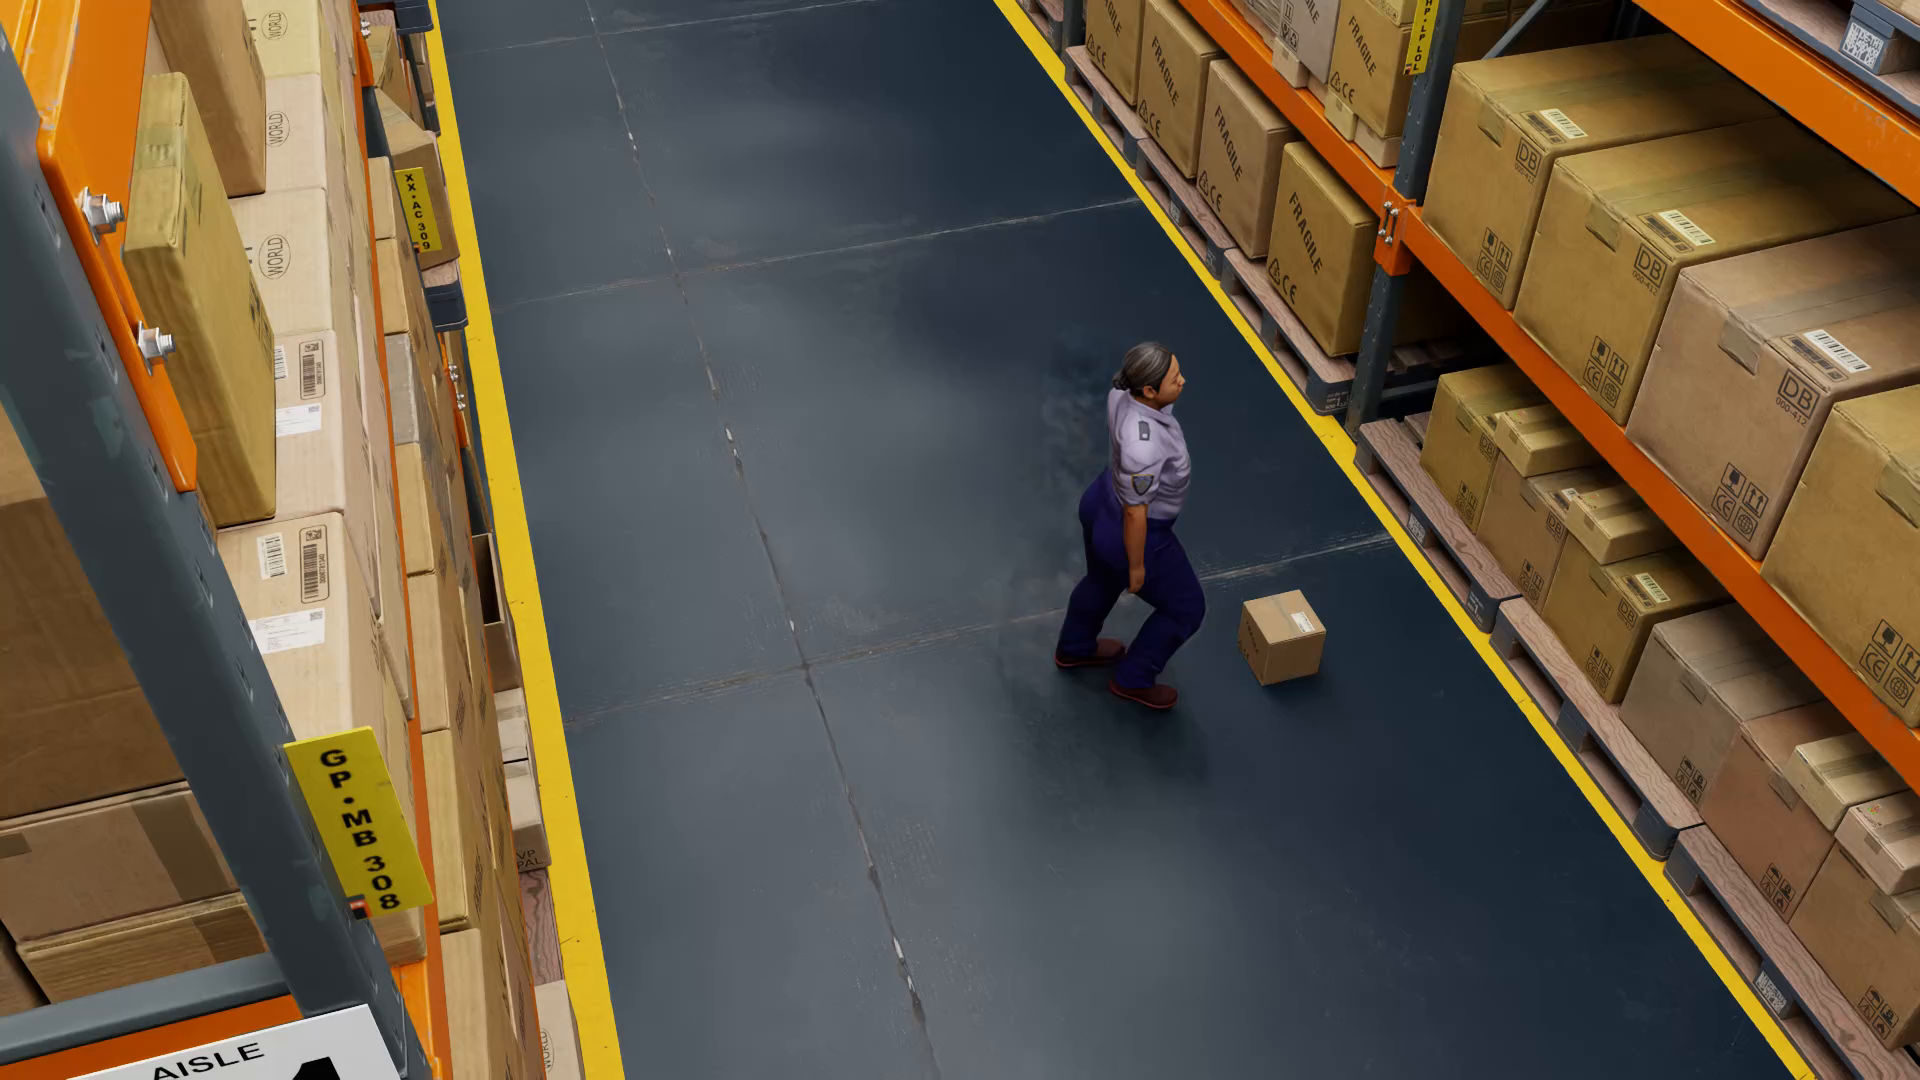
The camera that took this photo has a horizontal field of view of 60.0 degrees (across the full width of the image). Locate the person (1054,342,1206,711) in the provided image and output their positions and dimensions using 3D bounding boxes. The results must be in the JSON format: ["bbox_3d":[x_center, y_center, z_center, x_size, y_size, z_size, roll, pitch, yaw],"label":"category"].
[{"bbox_3d":[0.652,-0.053,6.209,0.515,1.627,0.491,-5,43,-6],"label":"person"}]
